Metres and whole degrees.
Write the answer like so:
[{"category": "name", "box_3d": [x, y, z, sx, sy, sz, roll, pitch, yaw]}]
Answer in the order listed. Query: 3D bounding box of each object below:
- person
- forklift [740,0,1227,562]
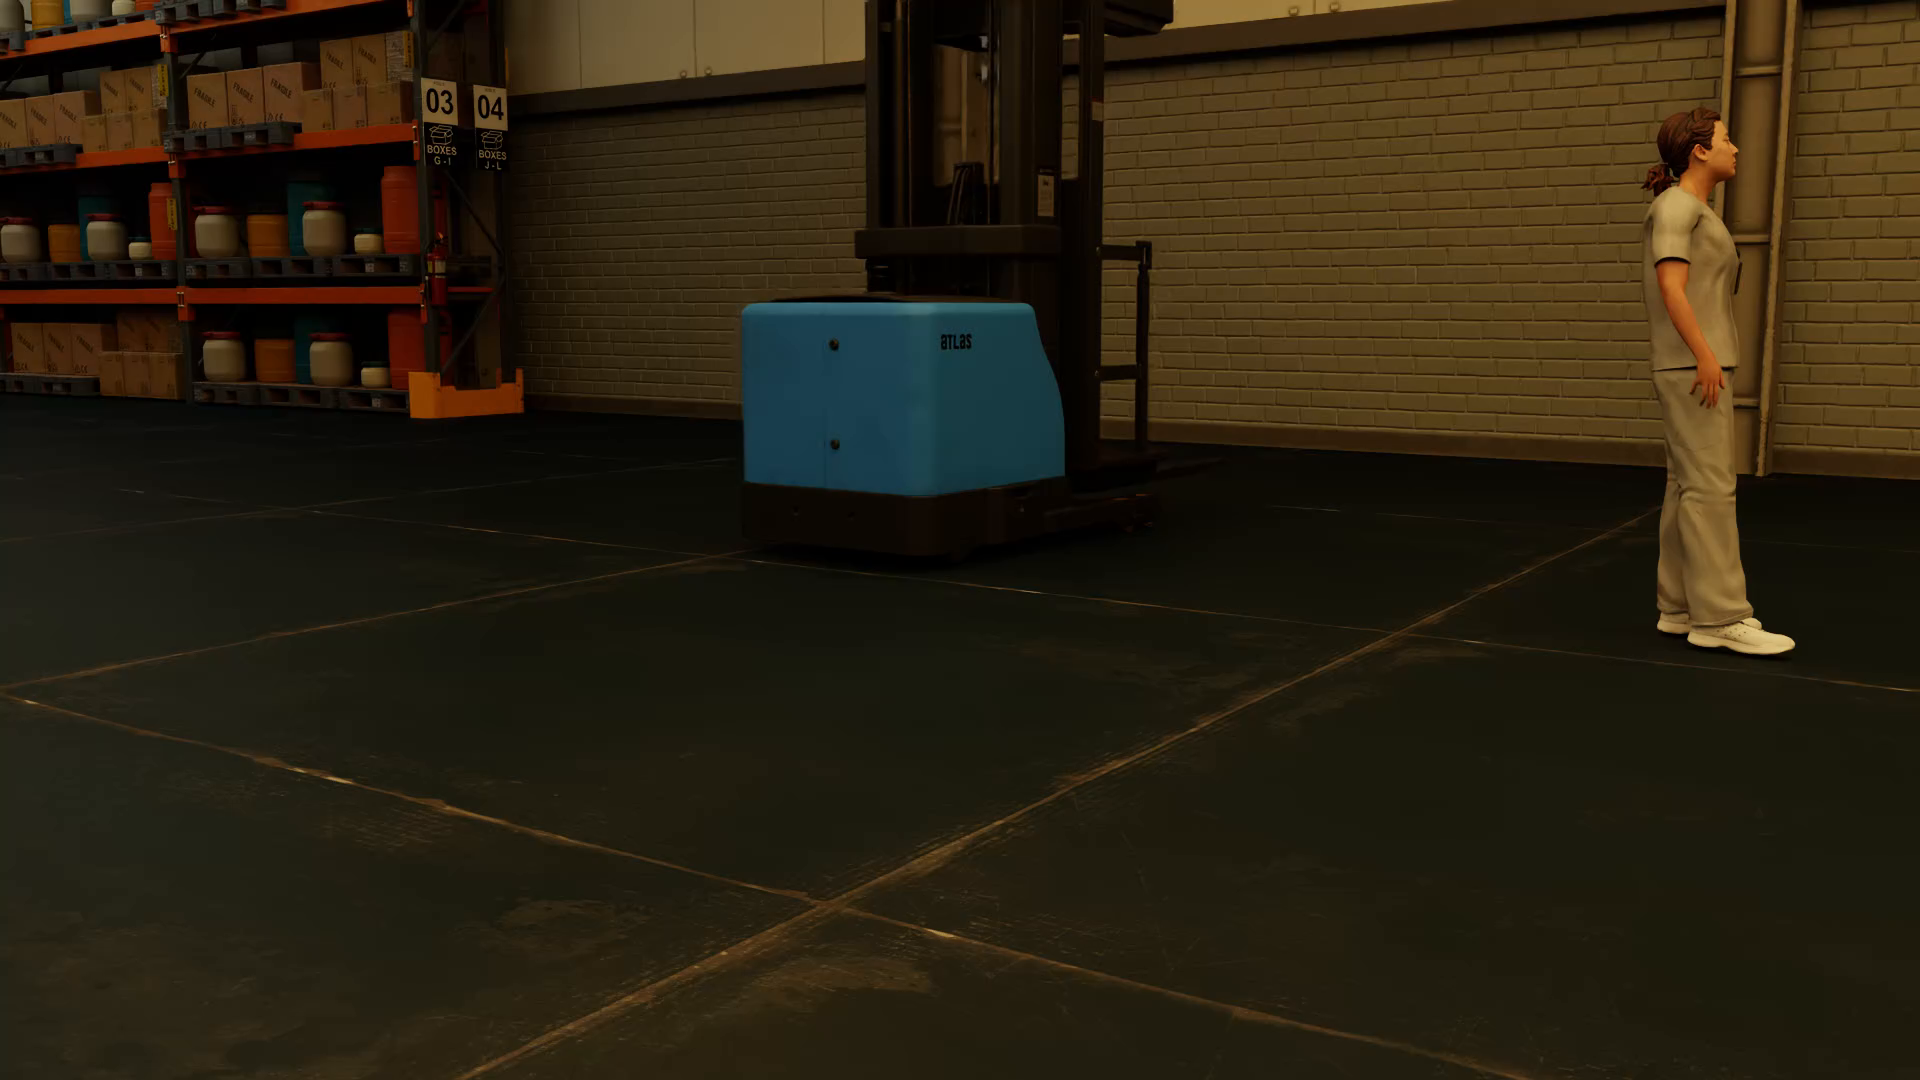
[{"category": "person", "box_3d": [2.400, -0.520, 5.253, 0.548, 1.673, 0.550, 4, 9, 29]}, {"category": "forklift", "box_3d": [0.314, -1.525, 7.917, 1.130, 2.935, 3.031, 6, 10, 35]}]
